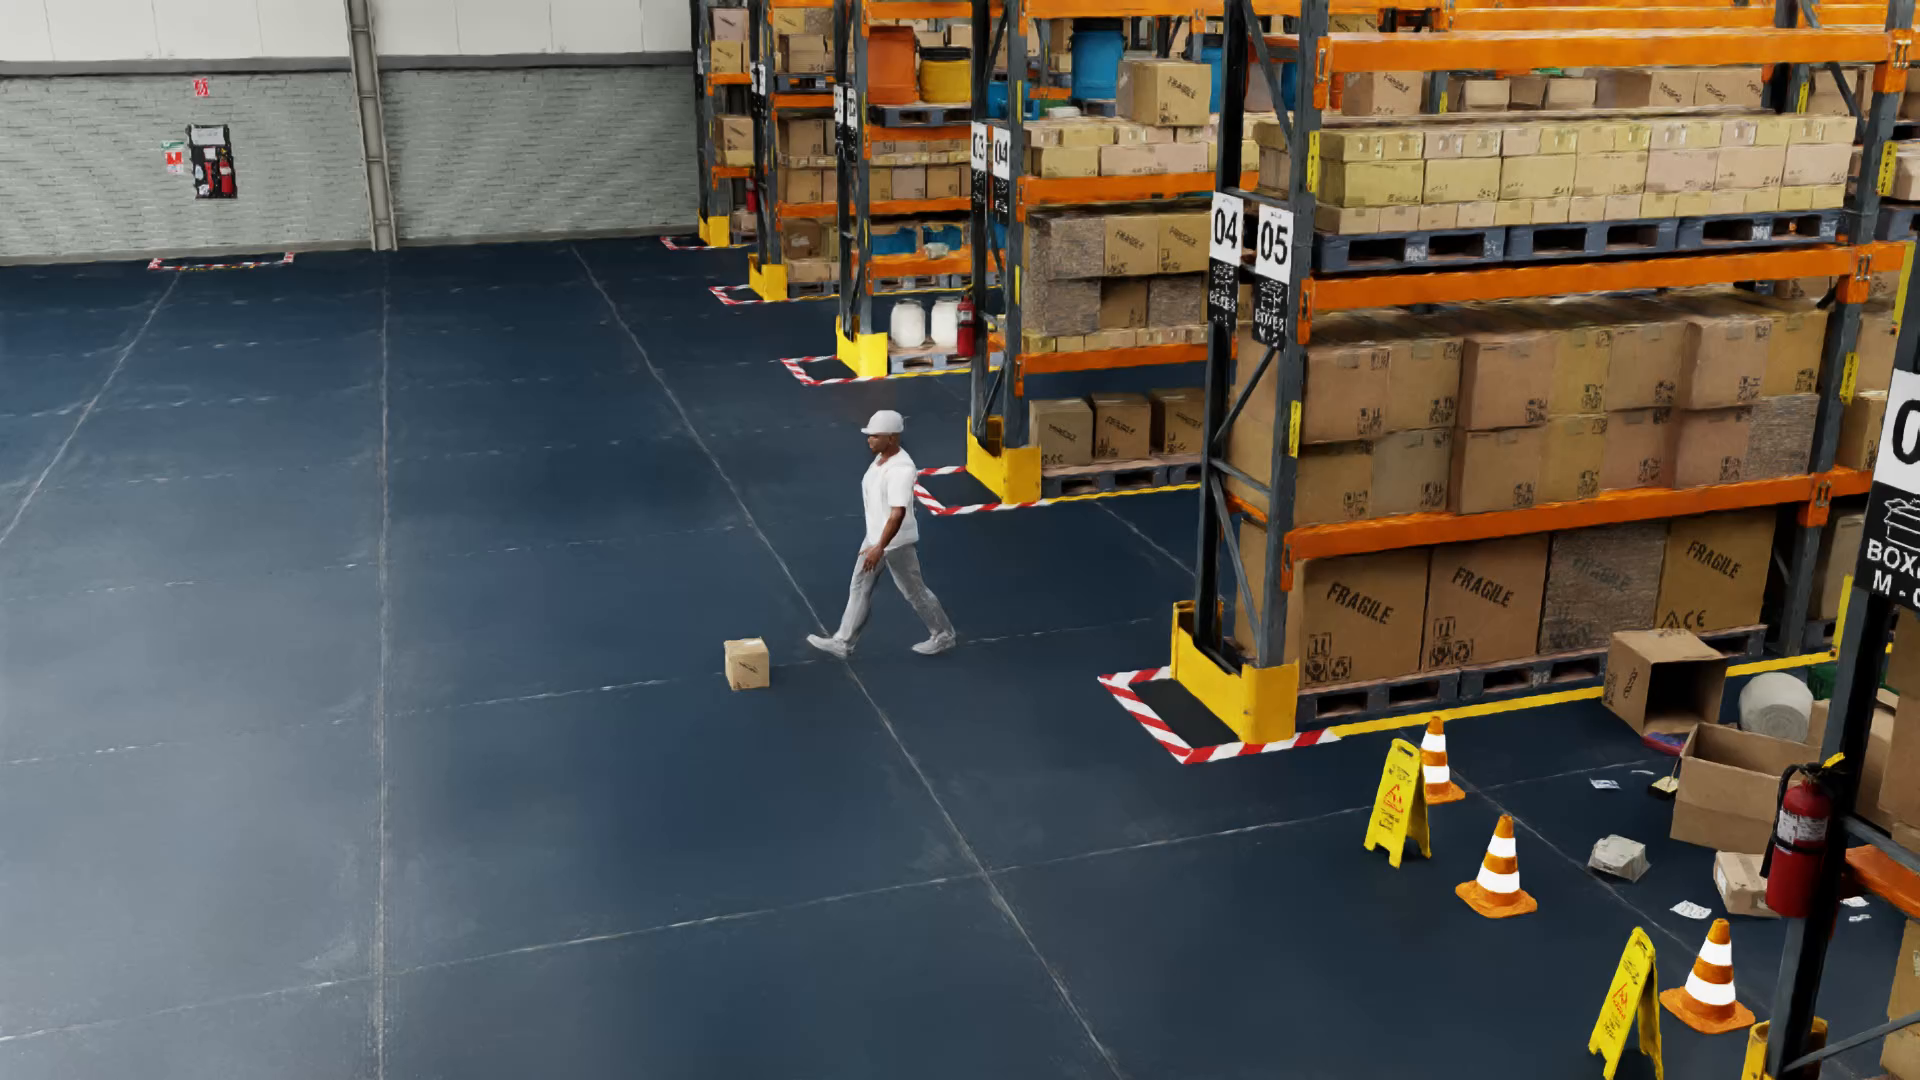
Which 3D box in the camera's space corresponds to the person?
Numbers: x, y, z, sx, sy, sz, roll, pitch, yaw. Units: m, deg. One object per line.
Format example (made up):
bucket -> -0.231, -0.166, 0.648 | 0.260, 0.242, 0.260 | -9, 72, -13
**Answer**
person -> -0.518, -0.015, 11.077 | 0.999, 1.730, 0.626 | -7, 20, -19
